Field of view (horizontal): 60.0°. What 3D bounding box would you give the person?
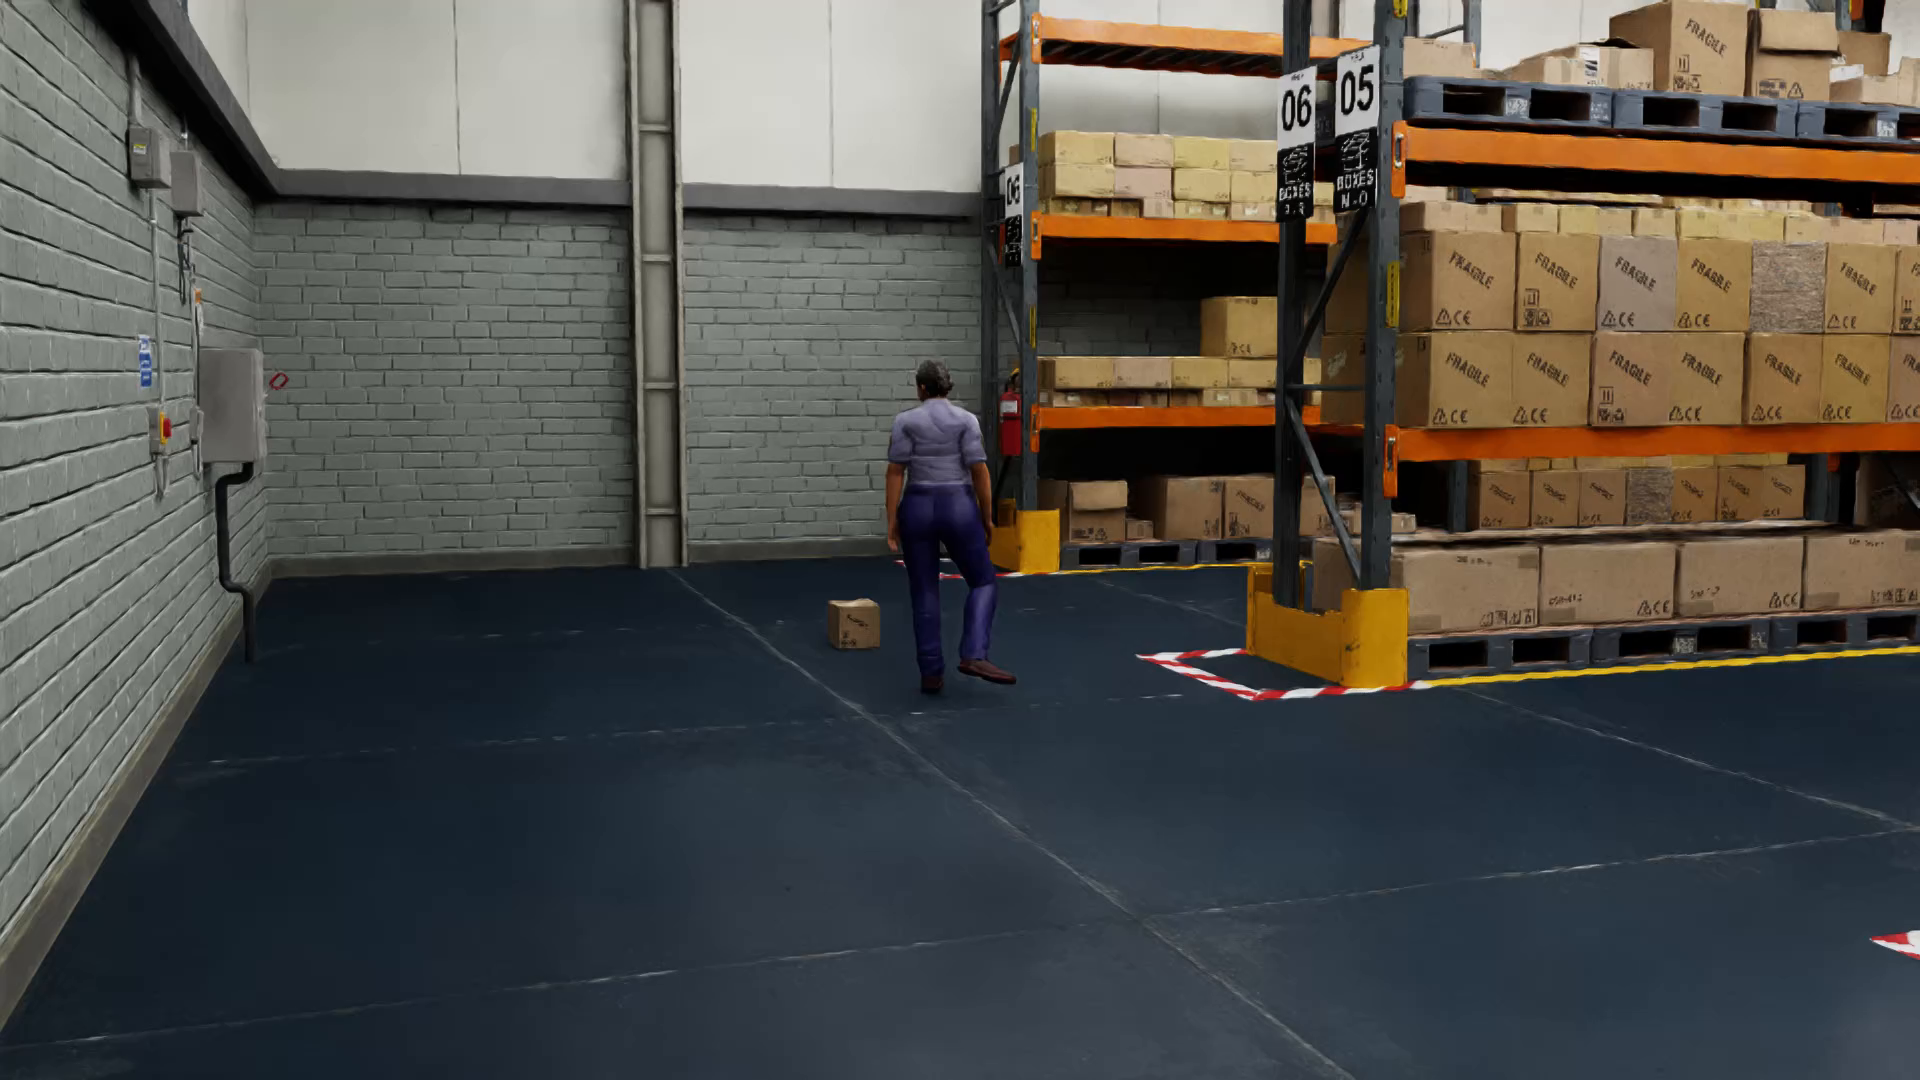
[{"bbox_3d":[-0.039,-0.079,8.259,0.667,1.642,0.457,1,6,8],"label":"person"}]
